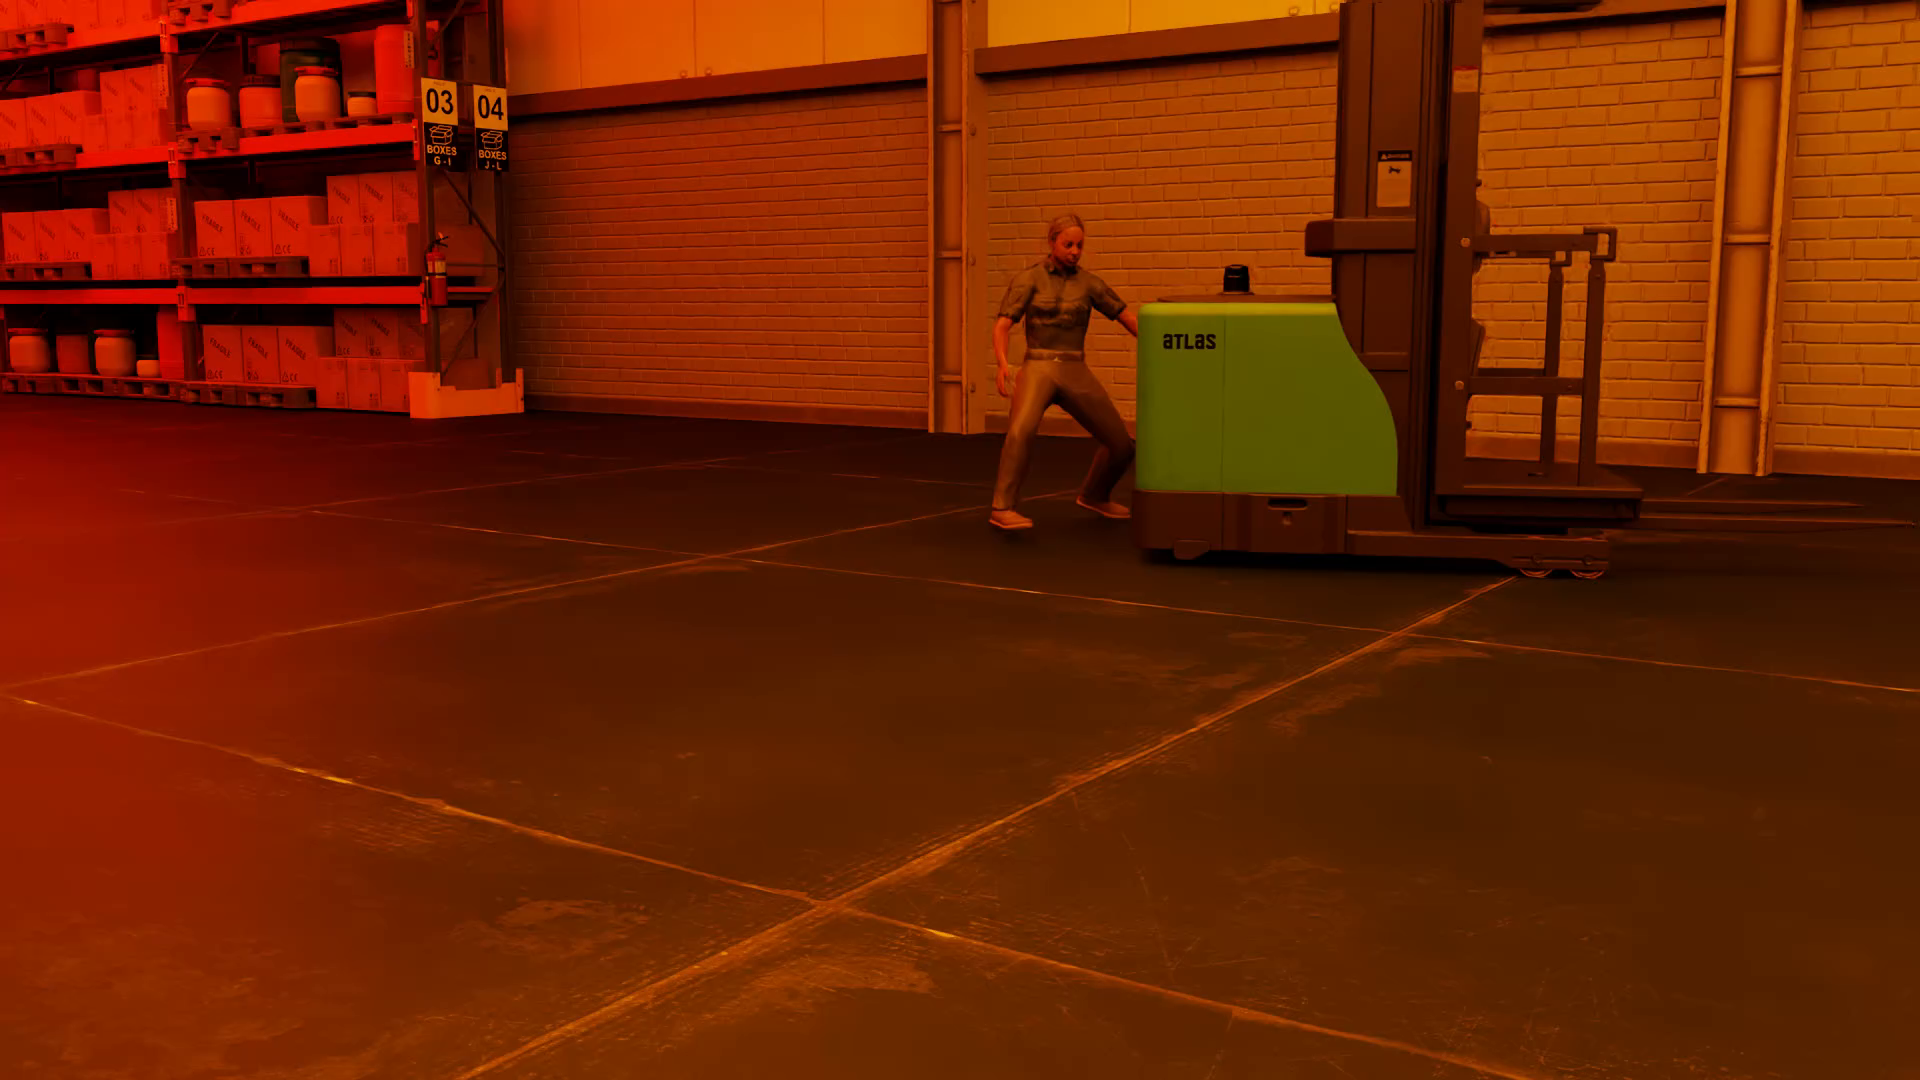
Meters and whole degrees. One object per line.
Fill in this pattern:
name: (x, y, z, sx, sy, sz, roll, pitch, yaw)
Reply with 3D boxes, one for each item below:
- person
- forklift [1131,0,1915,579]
person: (0.528, -0.798, 7.909, 0.906, 1.490, 0.784, -2, 8, -17)
forklift: (2.283, -1.378, 6.883, 3.031, 2.935, 1.130, 2, 8, 11)
